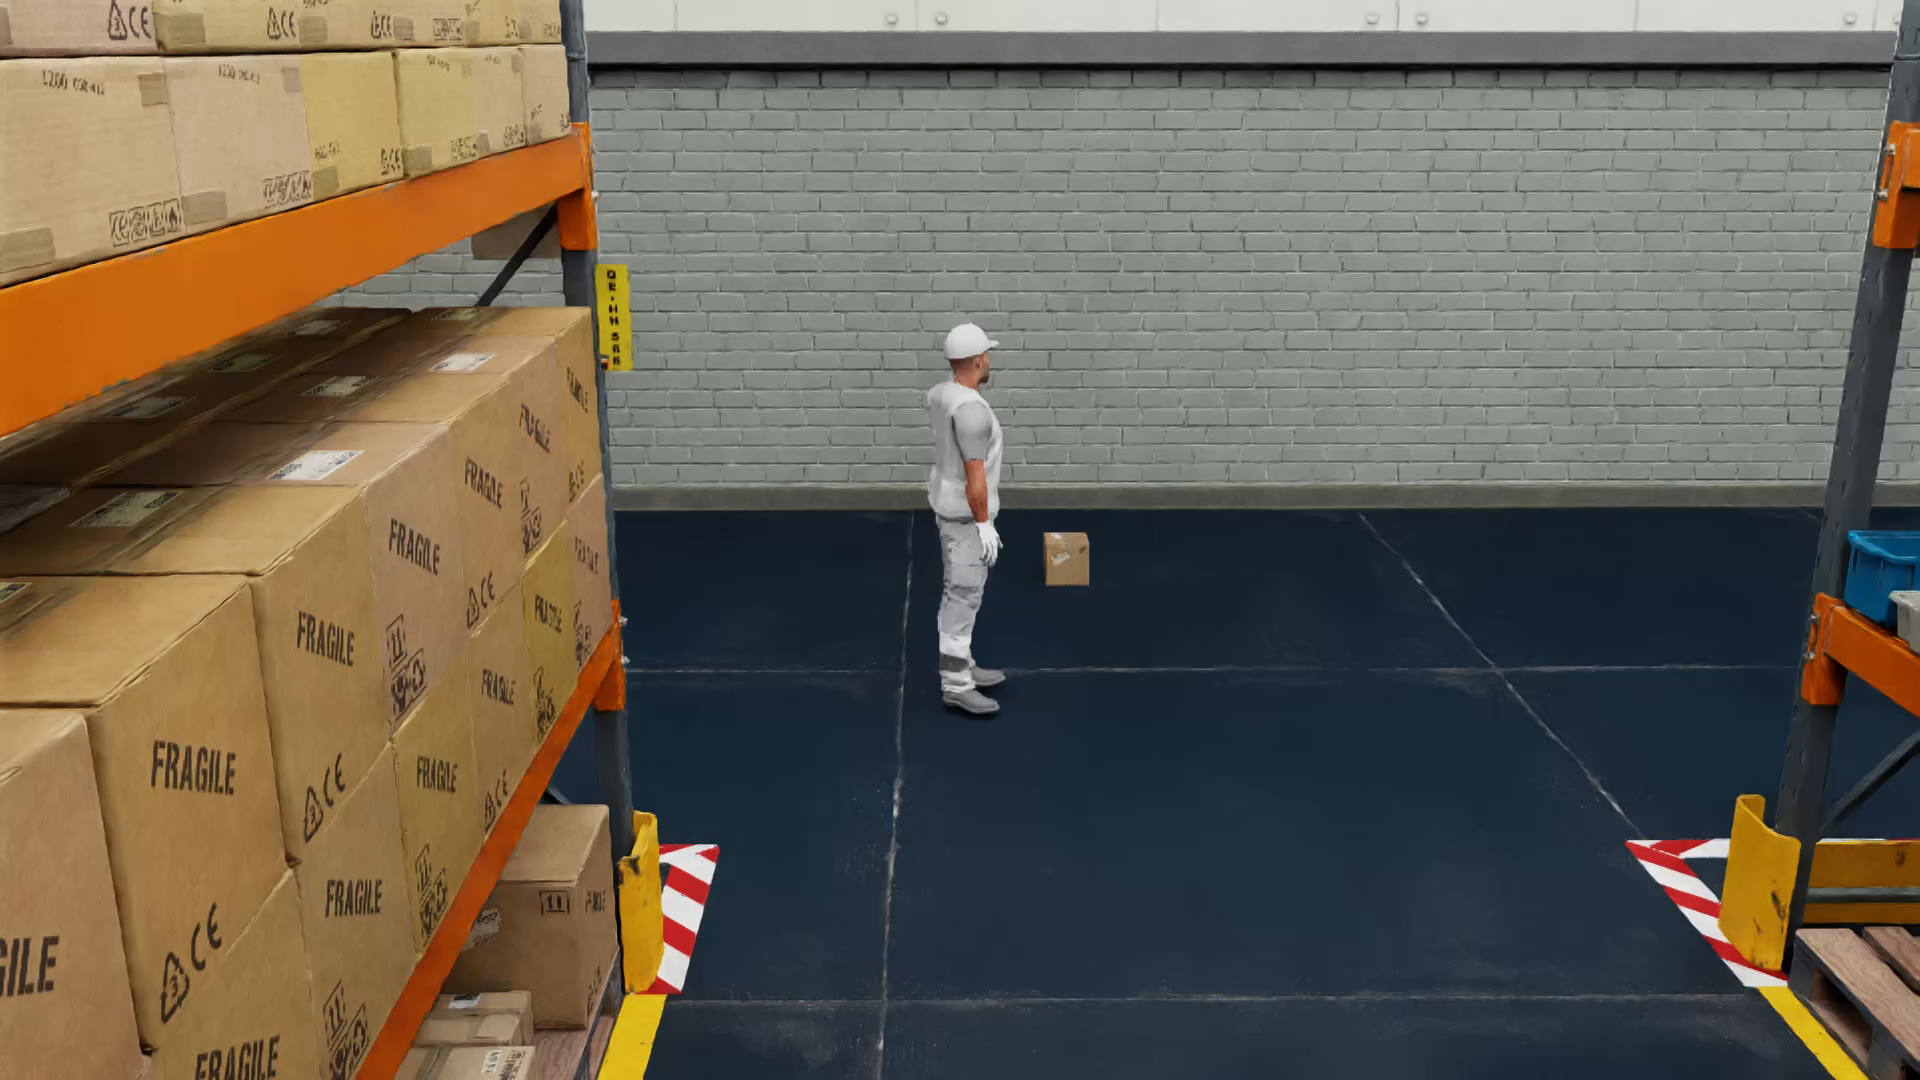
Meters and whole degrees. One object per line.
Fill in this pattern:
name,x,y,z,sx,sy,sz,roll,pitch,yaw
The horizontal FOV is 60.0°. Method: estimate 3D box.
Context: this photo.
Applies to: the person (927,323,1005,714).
person,0.053,-0.119,7.791,0.378,1.797,0.636,-4,17,-12
